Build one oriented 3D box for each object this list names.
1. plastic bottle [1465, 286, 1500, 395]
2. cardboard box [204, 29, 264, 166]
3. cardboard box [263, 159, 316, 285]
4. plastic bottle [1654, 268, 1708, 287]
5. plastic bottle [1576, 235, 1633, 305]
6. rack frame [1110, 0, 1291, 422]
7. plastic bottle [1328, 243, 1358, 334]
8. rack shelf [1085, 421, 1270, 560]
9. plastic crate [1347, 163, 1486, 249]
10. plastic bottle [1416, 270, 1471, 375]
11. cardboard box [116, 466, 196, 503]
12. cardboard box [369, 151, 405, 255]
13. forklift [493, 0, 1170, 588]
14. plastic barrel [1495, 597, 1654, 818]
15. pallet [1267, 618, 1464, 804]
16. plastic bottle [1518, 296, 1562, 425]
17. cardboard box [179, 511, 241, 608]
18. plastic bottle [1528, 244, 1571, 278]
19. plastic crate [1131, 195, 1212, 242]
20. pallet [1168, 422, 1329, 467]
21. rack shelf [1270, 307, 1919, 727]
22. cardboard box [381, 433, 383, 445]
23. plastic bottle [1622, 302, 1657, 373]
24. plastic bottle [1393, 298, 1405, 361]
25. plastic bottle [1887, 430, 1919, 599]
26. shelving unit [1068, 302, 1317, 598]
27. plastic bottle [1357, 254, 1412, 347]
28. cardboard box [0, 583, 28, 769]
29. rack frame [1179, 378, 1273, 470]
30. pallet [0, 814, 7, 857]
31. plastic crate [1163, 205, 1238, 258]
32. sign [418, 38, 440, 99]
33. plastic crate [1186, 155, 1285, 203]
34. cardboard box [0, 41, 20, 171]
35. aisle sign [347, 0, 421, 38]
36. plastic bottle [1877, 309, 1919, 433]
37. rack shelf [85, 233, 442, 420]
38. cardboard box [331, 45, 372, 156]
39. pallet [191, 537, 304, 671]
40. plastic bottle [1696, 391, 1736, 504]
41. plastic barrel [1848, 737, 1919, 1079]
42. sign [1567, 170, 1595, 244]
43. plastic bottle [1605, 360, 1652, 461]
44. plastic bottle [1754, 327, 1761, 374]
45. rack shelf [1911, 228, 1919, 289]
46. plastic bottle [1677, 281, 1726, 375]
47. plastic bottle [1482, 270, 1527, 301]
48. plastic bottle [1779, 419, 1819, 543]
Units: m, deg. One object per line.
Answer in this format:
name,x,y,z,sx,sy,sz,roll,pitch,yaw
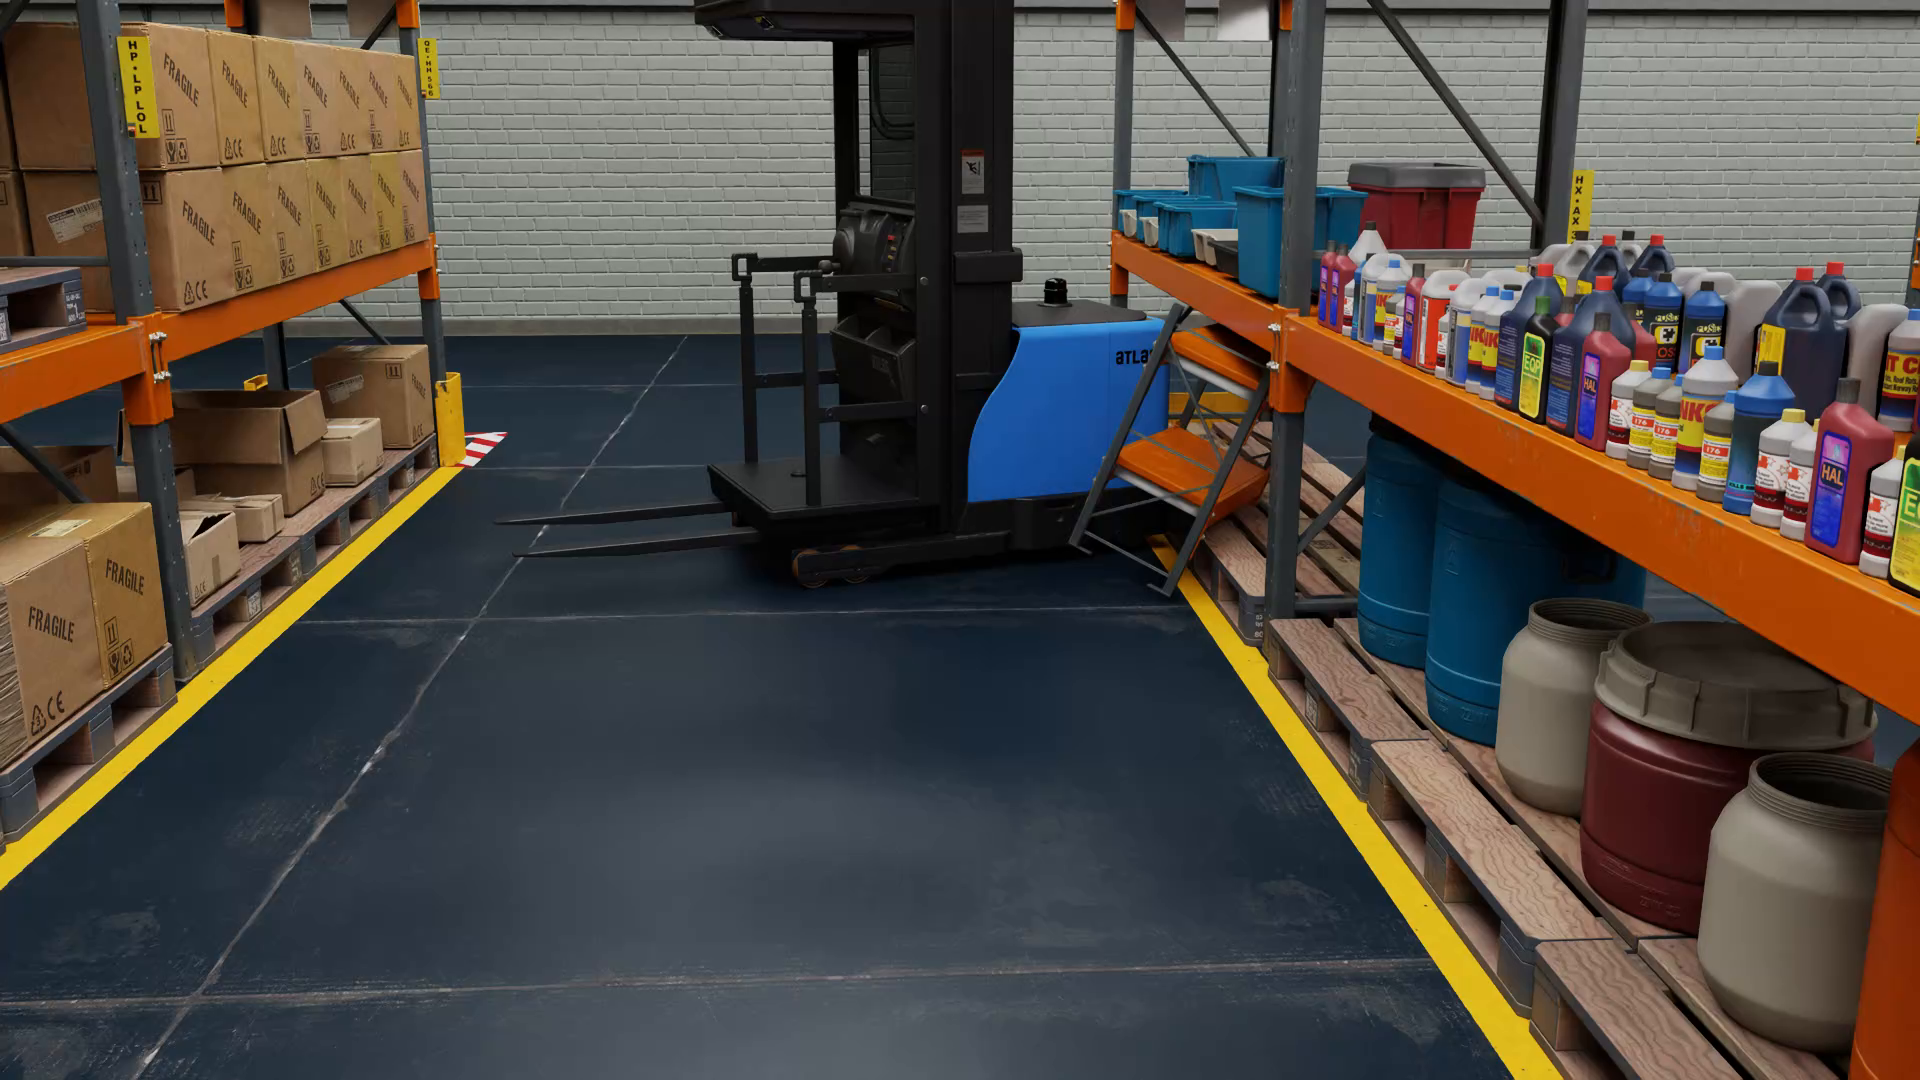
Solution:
plastic bottle,1.353,-0.512,4.255,0.097,0.271,0.097,0,14,0
cardboard box,-3.072,-1.720,6.483,0.500,0.500,0.500,-1,14,-5
cardboard box,-3.115,-1.368,7.124,0.500,0.500,0.500,-1,14,-4
plastic bottle,2.054,-0.643,4.756,0.152,0.276,0.135,-1,14,-3
plastic bottle,1.904,-0.717,4.892,0.144,0.351,0.185,-1,14,-3
rack frame,1.405,-2.007,9.809,1.000,3.000,0.127,-1,14,-3
plastic bottle,1.258,-0.825,5.448,0.061,0.283,0.133,-1,14,-3
rack shelf,0.999,-0.241,7.436,0.538,0.278,1.000,29,20,17
plastic crate,1.848,-1.299,6.805,0.402,0.464,0.583,-1,14,-3
plastic bottle,1.359,-0.601,4.593,0.152,0.276,0.135,-1,14,-3
cardboard box,-3.656,-0.172,7.188,0.500,0.311,0.500,-1,14,-3
cardboard box,-3.204,-1.744,8.585,0.500,0.500,0.500,-1,14,-3
forklift,-0.576,-1.360,7.430,3.031,2.935,1.130,-6,16,-22
plastic barrel,1.659,0.442,4.438,0.421,0.512,0.421,0,14,0
pallet,1.659,0.530,5.542,1.003,0.211,1.213,-1,14,-3
plastic bottle,1.359,-0.419,3.868,0.061,0.283,0.133,-1,14,-3
cardboard box,-3.101,0.044,6.348,0.500,0.311,0.500,-1,14,-3
plastic bottle,2.000,-0.860,5.596,0.152,0.276,0.135,-1,14,-3
plastic crate,1.132,-1.725,8.928,0.416,0.233,0.300,-1,14,-3
pallet,1.417,-0.451,9.357,1.003,0.211,1.213,-1,14,-3
rack shelf,1.777,-0.167,4.099,1.077,0.370,4.000,-1,14,-3
cardboard box,-3.324,-0.539,8.906,0.380,0.166,0.250,-1,14,-3
plastic bottle,1.511,-0.388,3.748,0.061,0.283,0.133,-1,14,-3
plastic bottle,1.316,-0.627,4.841,0.097,0.201,0.097,0,14,0
plastic bottle,1.450,-0.055,2.456,0.061,0.283,0.133,-1,14,-3
shelving unit,1.088,-0.454,7.354,0.538,1.125,1.048,29,20,17
plastic bottle,1.324,-0.741,5.134,0.152,0.276,0.135,-1,14,-3
cardboard box,-2.922,0.426,4.483,0.500,0.500,0.500,-1,14,-3
rack frame,1.293,-0.543,7.811,0.500,1.125,0.032,29,20,17
pallet,-3.124,0.919,4.030,1.003,0.211,1.213,-1,14,-3
plastic crate,1.192,-1.487,8.001,0.416,0.233,0.300,-1,14,-3
sign,-2.984,-2.649,9.346,0.100,0.325,0.005,-1,14,-3
plastic crate,1.612,-1.973,9.485,0.616,0.435,0.499,-1,14,-3
cardboard box,-3.581,-1.592,5.985,0.500,0.500,0.500,-1,14,-3
aisle sign,-3.238,-3.213,9.276,0.394,0.787,0.004,-1,14,-3
plastic bottle,2.145,-0.385,3.760,0.097,0.271,0.097,0,14,0
rack shelf,-3.415,-1.086,7.672,1.077,0.370,4.000,-1,14,-3
cardboard box,-3.168,-2.104,7.975,0.500,0.500,0.500,0,14,-2
pallet,-3.333,0.243,6.660,1.003,0.211,1.213,-1,14,-3
plastic bottle,1.428,-0.175,3.084,0.097,0.201,0.097,0,14,0
plastic barrel,1.853,0.708,2.766,0.600,0.830,0.708,-1,14,-3
sign,2.202,-1.155,5.939,0.100,0.325,0.005,-1,14,-3
plastic bottle,1.404,-0.272,3.461,0.097,0.201,0.097,0,14,0
plastic bottle,2.111,-0.488,4.300,0.097,0.201,0.097,0,14,0
rack shelf,6.472,-1.238,8.263,1.077,0.370,4.000,-1,14,-3
plastic bottle,1.953,-0.543,4.377,0.097,0.271,0.097,0,14,0
plastic bottle,1.510,-0.604,4.602,0.152,0.276,0.135,-1,14,-3
plastic bottle,1.447,-0.102,2.802,0.097,0.201,0.097,0,14,0
